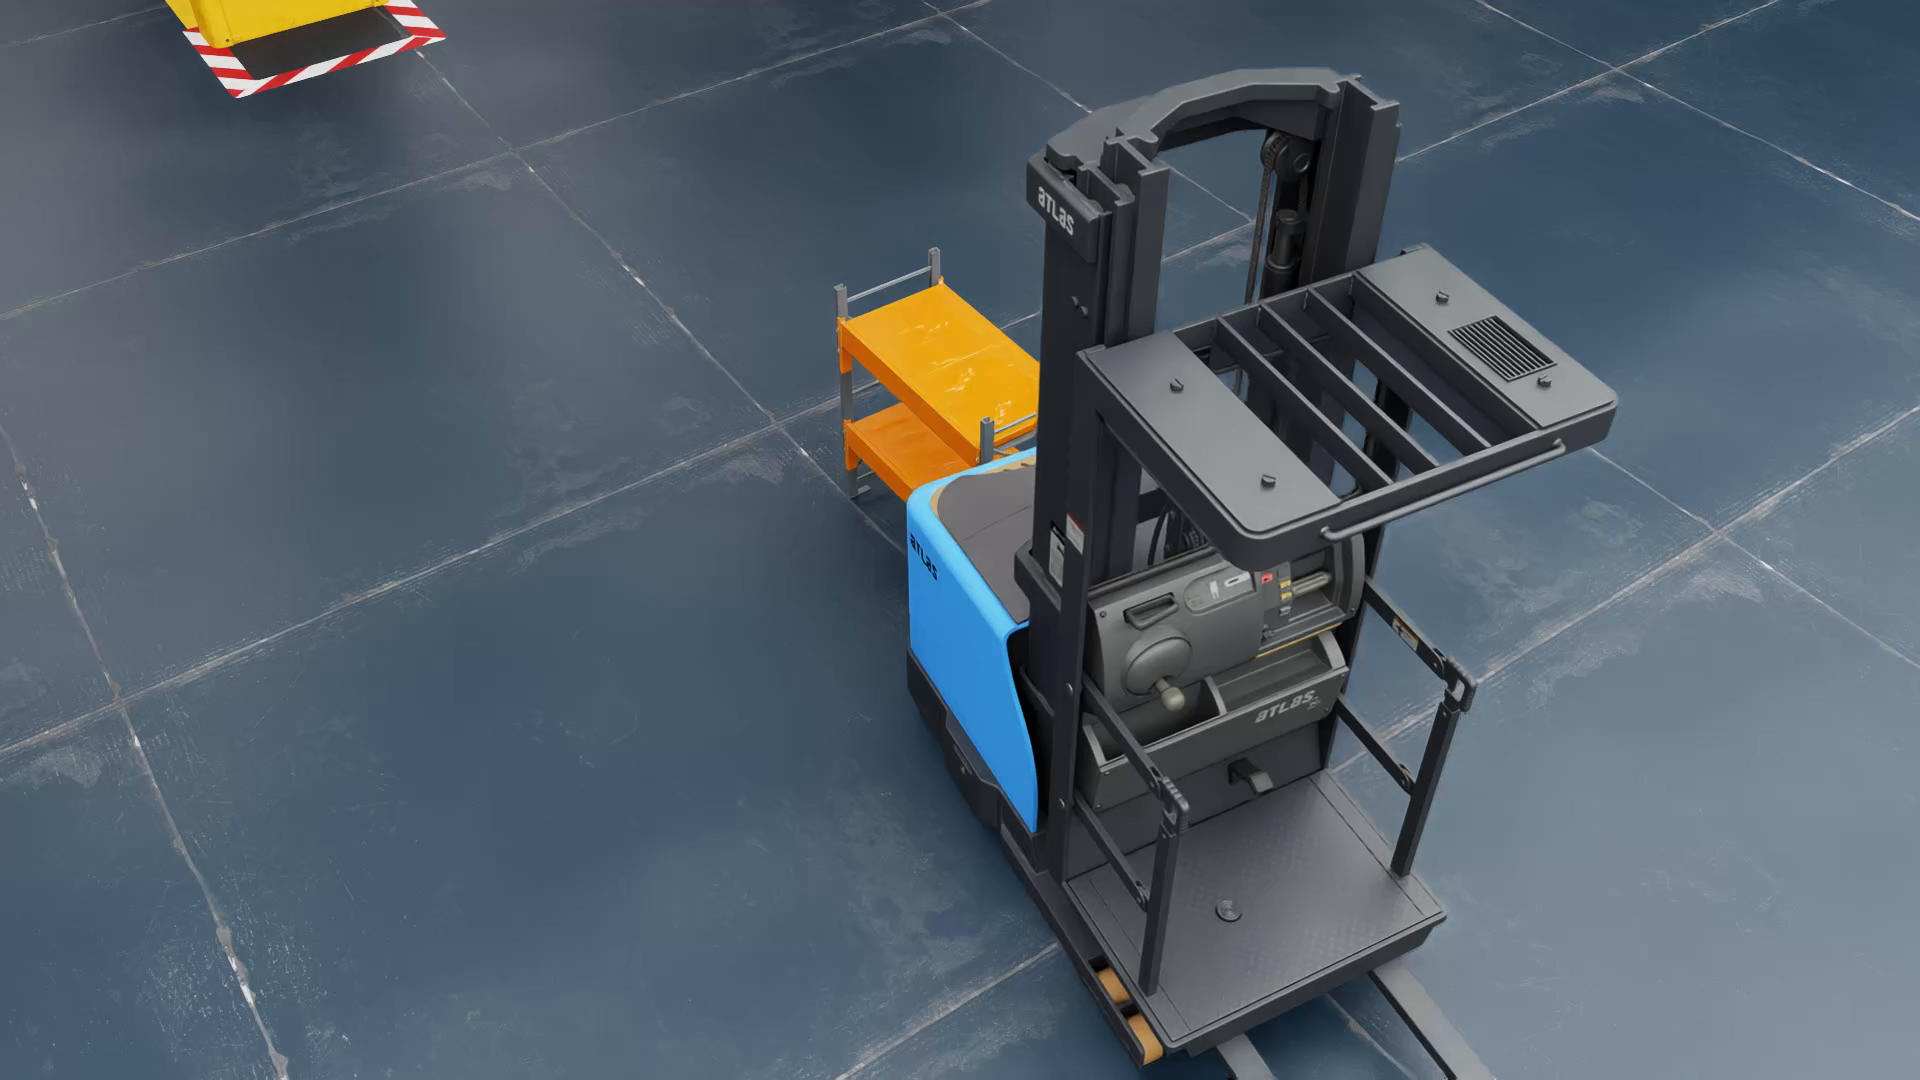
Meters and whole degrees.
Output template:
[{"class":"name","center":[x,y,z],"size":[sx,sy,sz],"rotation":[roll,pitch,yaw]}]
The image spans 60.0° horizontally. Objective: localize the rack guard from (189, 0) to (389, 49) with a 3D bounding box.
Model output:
[{"class":"rack guard","center":[-4.316,-3.590,10.640],"size":[1.175,0.500,0.348],"rotation":[-26,49,-24]}]

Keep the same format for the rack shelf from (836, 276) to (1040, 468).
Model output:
[{"class":"rack shelf","center":[-0.004,-0.622,6.654],"size":[0.538,0.278,1.000],"rotation":[-26,49,-24]}]

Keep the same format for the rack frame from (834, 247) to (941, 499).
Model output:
[{"class":"rack frame","center":[-0.295,-0.699,7.158],"size":[0.500,1.125,0.032],"rotation":[-26,49,-24]}]

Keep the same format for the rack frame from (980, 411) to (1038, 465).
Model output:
[{"class":"rack frame","center":[0.287,-0.123,6.555],"size":[0.500,1.125,0.032],"rotation":[-26,49,-24]}]

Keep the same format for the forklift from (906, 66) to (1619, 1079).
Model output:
[{"class":"forklift","center":[0.909,0.296,4.808],"size":[1.130,2.935,3.031],"rotation":[-19,47,-19]}]

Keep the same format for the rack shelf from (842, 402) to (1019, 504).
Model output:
[{"class":"rack shelf","center":[-0.004,-0.234,7.025],"size":[0.538,0.278,1.000],"rotation":[-26,49,-24]}]

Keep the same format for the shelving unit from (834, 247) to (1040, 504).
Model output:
[{"class":"shelving unit","center":[-0.004,-0.411,6.857],"size":[0.538,1.125,1.048],"rotation":[-26,49,-24]}]
